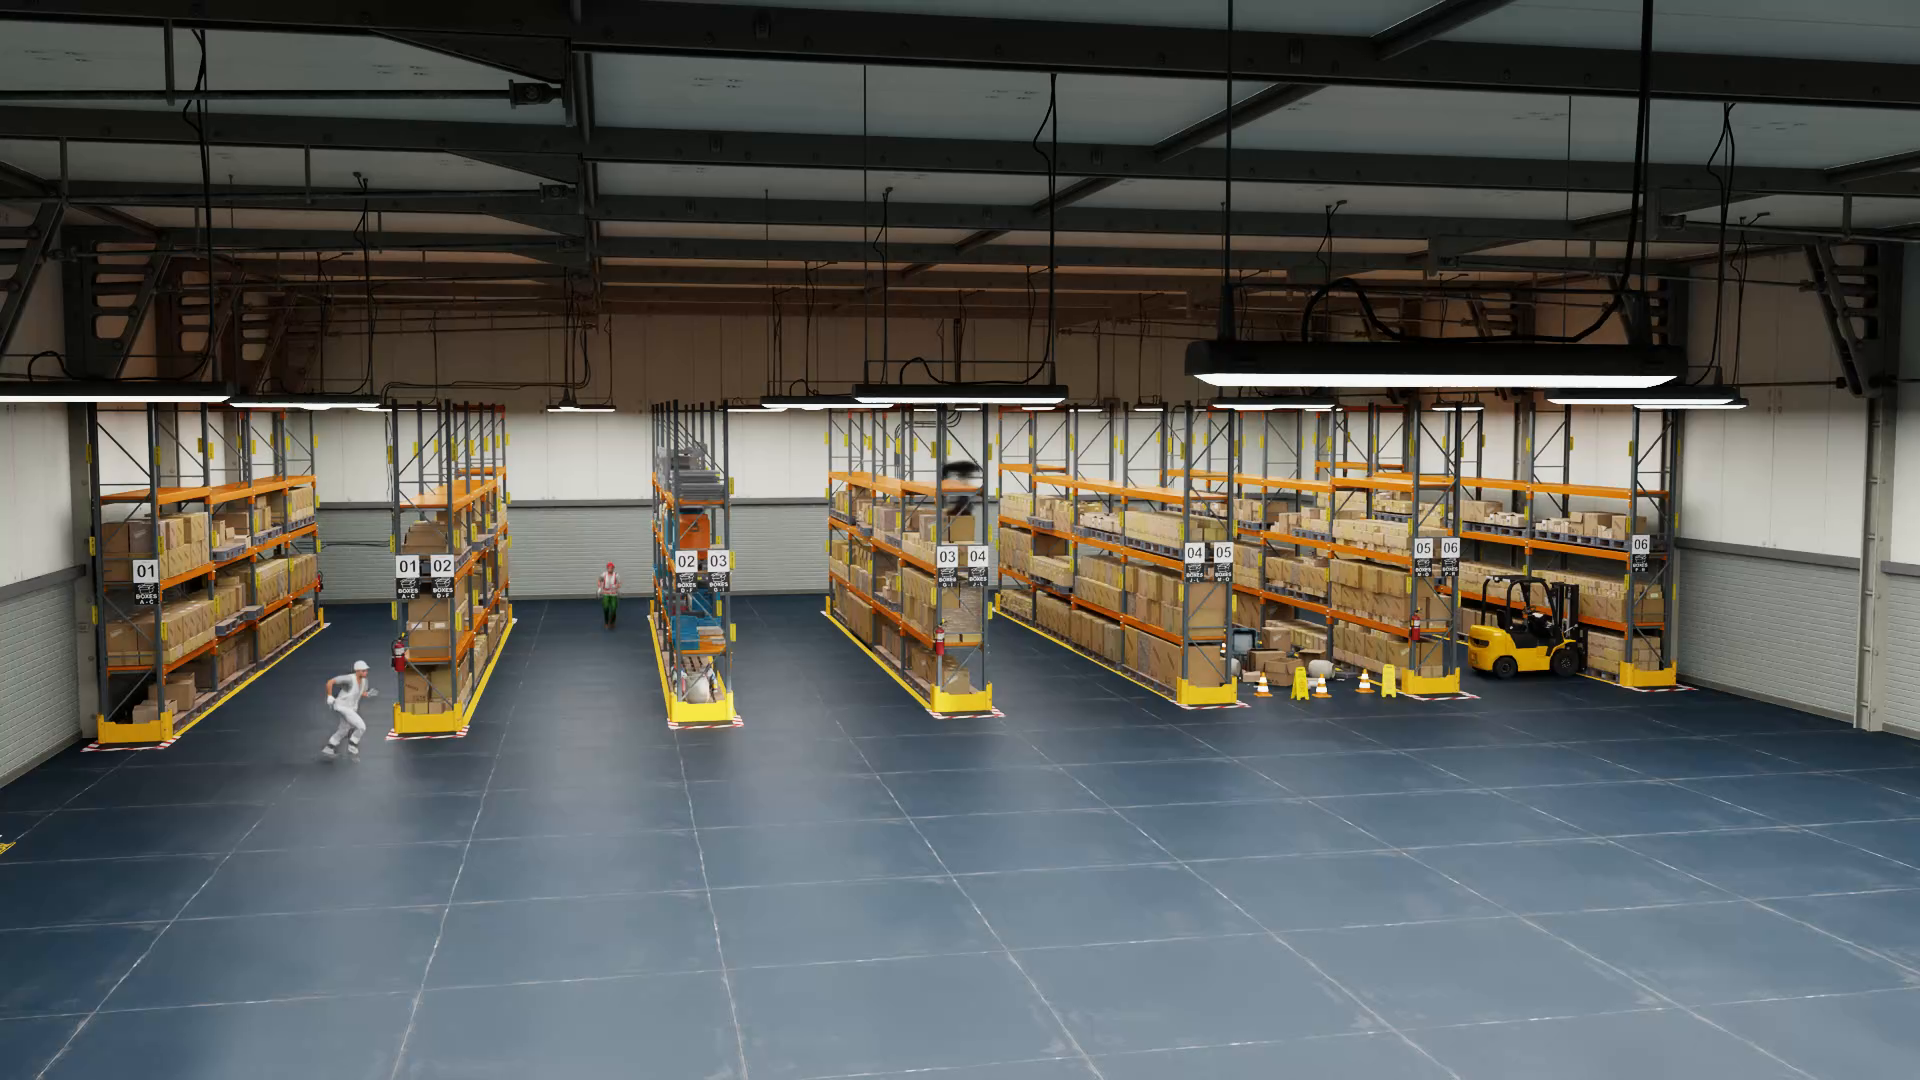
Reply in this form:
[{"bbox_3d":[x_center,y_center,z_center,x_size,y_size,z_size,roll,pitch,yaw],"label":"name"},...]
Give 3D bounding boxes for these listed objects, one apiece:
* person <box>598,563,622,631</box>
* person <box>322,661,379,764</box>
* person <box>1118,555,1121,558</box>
[{"bbox_3d":[-9.312,1.493,44.248,0.641,1.798,0.819,-1,4,-11],"label":"person"},{"bbox_3d":[-10.043,2.822,27.243,0.993,1.705,0.702,1,4,14],"label":"person"},{"bbox_3d":[4.712,1.308,47.307,0.648,1.724,0.703,4,6,40],"label":"person"}]
